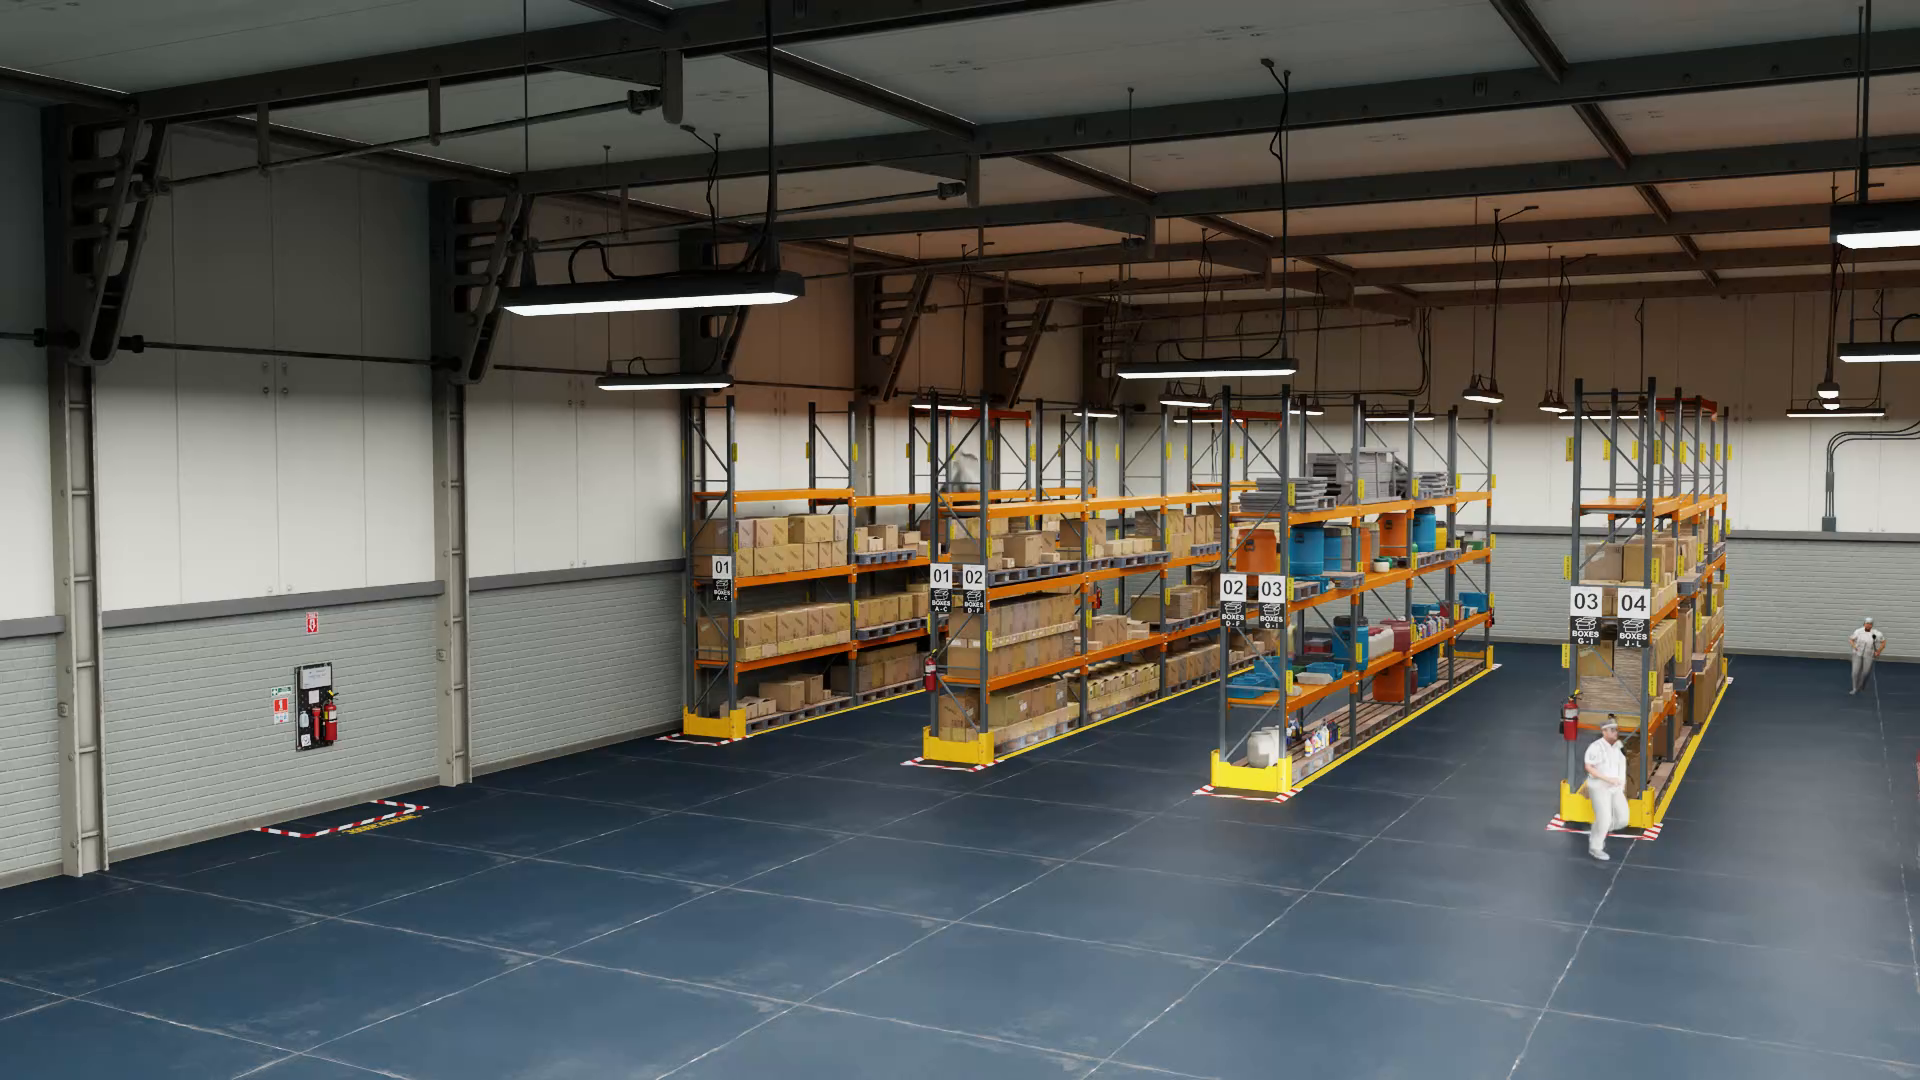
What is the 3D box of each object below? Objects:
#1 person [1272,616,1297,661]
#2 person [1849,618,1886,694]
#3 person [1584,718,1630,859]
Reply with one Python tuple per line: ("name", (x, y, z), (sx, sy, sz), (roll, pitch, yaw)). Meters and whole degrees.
("person", (6.803, 2.345, 34.675), (0.565, 1.657, 0.935), (1, 3, 18))
("person", (18.741, 2.404, 34.386), (0.663, 1.606, 0.552), (2, 4, 36))
("person", (8.033, 3.057, 20.530), (0.708, 1.745, 0.605), (-1, 3, -24))
